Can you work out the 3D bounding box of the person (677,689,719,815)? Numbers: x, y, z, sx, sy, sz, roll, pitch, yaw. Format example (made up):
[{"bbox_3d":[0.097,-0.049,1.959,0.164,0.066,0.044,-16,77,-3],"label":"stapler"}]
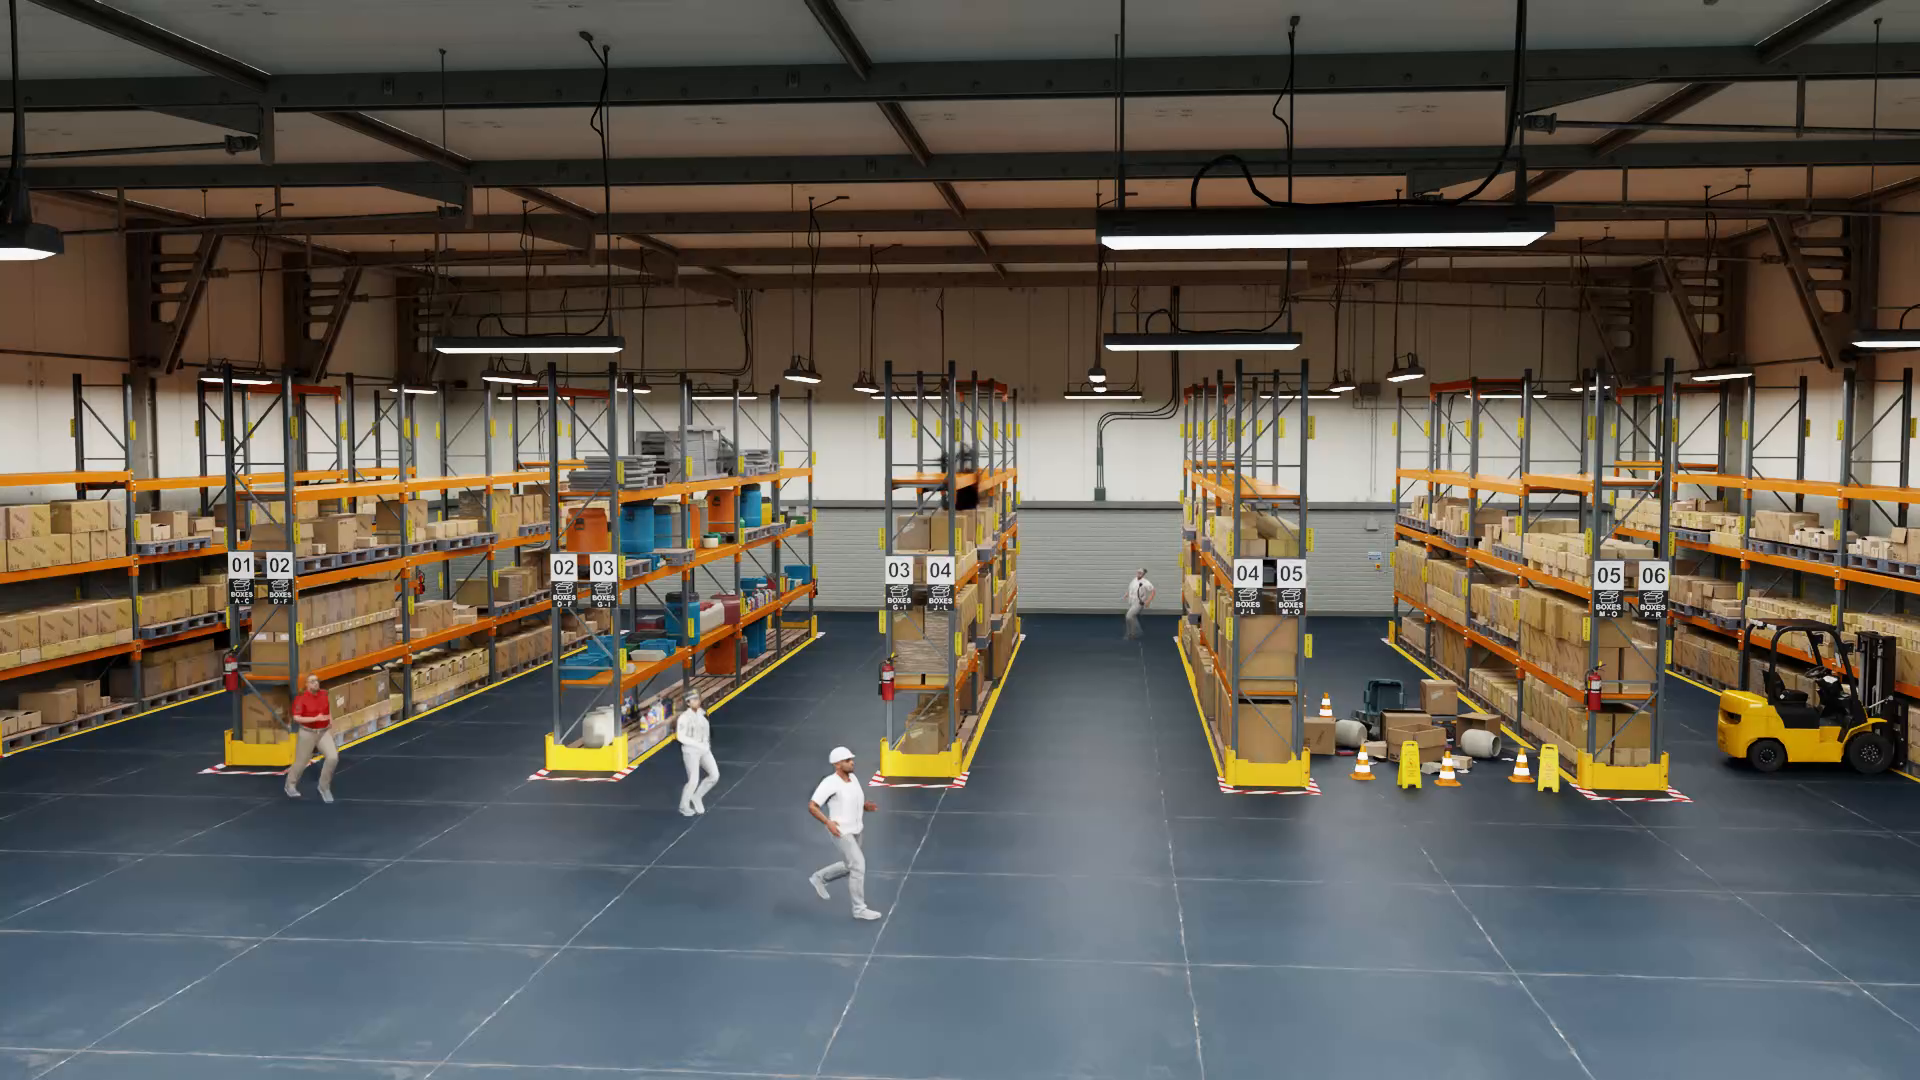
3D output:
[{"bbox_3d":[-3.406,2.746,21.561,0.591,1.657,0.617,3,5,38],"label":"person"}]

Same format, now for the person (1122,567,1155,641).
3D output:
[{"bbox_3d":[4.207,1.538,39.794,0.690,1.798,0.706,-2,4,-31],"label":"person"}]

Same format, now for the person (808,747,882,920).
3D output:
[{"bbox_3d":[-1.183,3.001,17.119,0.868,1.745,0.714,2,4,26],"label":"person"}]

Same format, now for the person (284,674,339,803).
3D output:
[{"bbox_3d":[-8.728,2.677,22.449,0.911,1.777,0.673,3,5,37],"label":"person"}]
